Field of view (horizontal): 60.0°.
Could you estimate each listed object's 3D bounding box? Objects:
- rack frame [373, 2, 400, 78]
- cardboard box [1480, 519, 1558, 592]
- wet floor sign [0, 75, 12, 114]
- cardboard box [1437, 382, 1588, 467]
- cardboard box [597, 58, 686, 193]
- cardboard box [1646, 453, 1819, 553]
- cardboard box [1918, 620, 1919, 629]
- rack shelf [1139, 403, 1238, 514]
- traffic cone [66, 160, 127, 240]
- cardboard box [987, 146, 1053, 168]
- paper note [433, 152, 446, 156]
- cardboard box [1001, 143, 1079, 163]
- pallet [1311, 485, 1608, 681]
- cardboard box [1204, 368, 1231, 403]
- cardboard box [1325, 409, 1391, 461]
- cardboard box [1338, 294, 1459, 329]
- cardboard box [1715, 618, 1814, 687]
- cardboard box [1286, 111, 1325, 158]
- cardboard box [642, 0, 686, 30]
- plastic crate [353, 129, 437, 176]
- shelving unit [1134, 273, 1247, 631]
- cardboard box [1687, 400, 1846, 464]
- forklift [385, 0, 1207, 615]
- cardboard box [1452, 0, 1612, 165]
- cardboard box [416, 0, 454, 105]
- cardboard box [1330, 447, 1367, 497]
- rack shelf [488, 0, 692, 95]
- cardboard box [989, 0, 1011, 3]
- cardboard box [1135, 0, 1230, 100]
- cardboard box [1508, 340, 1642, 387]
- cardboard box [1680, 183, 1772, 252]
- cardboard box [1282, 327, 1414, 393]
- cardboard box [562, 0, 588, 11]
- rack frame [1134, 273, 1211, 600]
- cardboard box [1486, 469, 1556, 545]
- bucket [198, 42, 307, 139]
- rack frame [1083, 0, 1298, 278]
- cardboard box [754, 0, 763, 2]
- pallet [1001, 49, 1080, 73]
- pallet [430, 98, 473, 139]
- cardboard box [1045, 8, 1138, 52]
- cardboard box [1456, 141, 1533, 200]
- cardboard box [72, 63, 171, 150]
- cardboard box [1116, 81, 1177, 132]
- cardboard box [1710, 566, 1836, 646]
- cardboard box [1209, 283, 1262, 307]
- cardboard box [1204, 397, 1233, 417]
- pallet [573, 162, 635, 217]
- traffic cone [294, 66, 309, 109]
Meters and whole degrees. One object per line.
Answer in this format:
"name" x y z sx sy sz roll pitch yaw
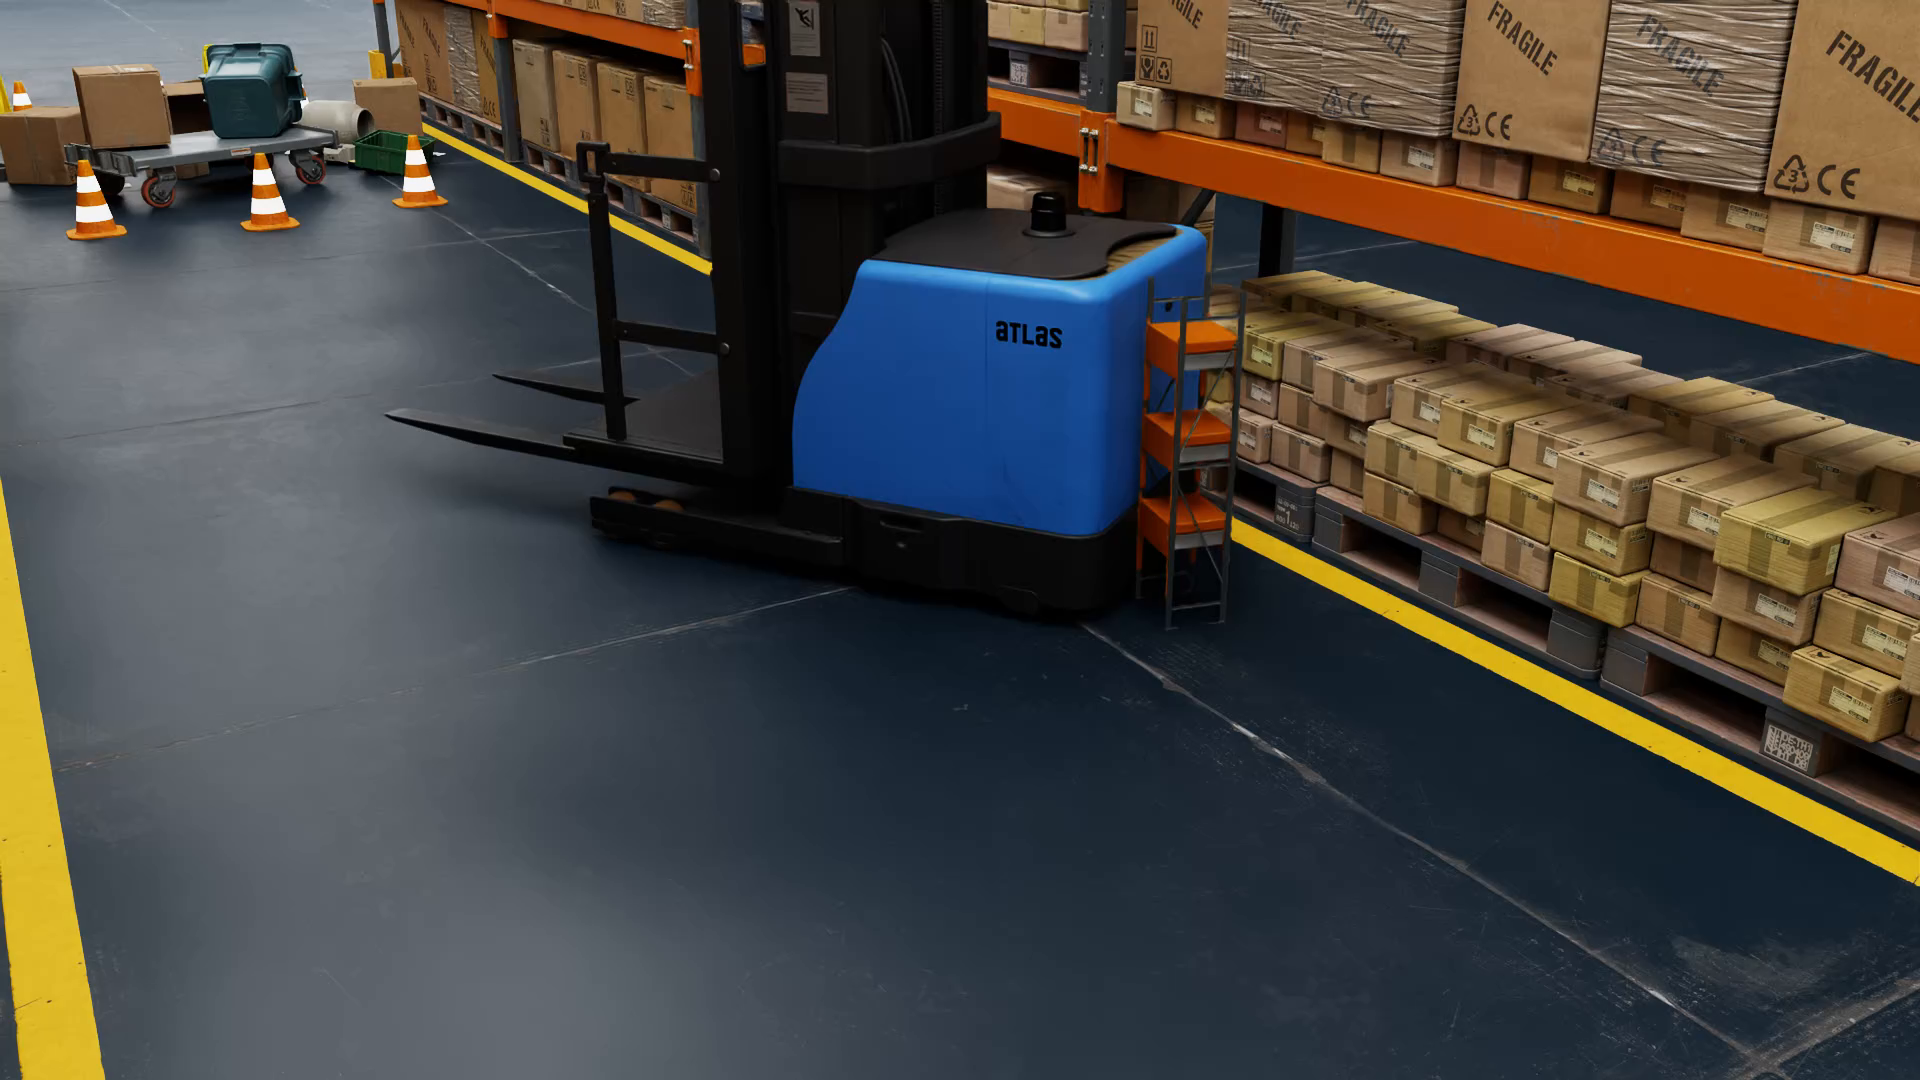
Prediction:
"rack frame" -5.193 -5.759 15.996 1.000 3.000 0.127 -13 25 -28
"cardboard box" 1.809 0.010 5.031 0.380 0.149 0.250 -12 25 -27
"wet floor sign" -8.574 -3.951 14.674 0.267 0.644 0.232 -4 22 -10
"cardboard box" 1.711 -0.362 5.156 0.380 0.149 0.250 -12 25 -28
"cardboard box" -1.789 -2.818 11.192 1.050 0.750 0.750 -12 25 -27
"cardboard box" 2.094 -0.099 4.511 0.380 0.149 0.250 -14 26 -30
"cardboard box" 2.492 0.148 3.901 0.380 0.149 0.250 -12 25 -28
"rack shelf" 0.692 -0.252 5.064 0.215 0.259 0.240 -6 23 -15
"traffic cone" -5.516 -2.172 10.540 0.336 0.463 0.334 -13 25 -28
"cardboard box" 0.088 -1.620 7.579 0.500 0.250 0.500 -11 25 -26
"paper note" -4.271 -3.132 13.476 0.142 0.020 0.147 8 23 18
"cardboard box" 0.513 -1.720 7.826 0.500 0.250 0.500 -12 25 -27
"pallet" 1.938 0.023 5.473 1.003 0.211 1.213 -13 25 -28
"cardboard box" 1.054 -0.642 6.242 0.380 0.149 0.250 -12 25 -28
"cardboard box" 1.465 -0.389 5.618 0.380 0.149 0.250 -11 25 -26
"cardboard box" 1.640 -0.804 6.245 0.380 0.149 0.250 -13 25 -29
"cardboard box" 2.253 0.251 4.440 0.380 0.149 0.250 -13 25 -28
"cardboard box" 1.311 -1.369 5.529 0.380 0.149 0.250 -14 26 -31
"cardboard box" -1.567 -3.310 9.838 0.500 0.500 0.500 -13 25 -28
"plastic crate" -4.365 -2.992 12.848 0.450 0.188 0.662 9 22 -4
"shelving unit" 0.692 -0.261 5.060 0.215 1.050 0.252 -6 23 -15
"cardboard box" 2.411 -0.292 4.985 0.380 0.149 0.250 -12 25 -26
"forklift" -0.718 -1.493 5.593 3.031 2.935 1.130 11 24 24
"cardboard box" 1.758 -1.353 4.629 0.500 0.500 0.500 -11 25 -26
"cardboard box" -4.338 -4.478 15.109 0.875 0.875 0.875 -13 26 -29
"cardboard box" 1.495 -0.259 5.693 0.380 0.149 0.250 -14 26 -30
"rack shelf" -2.128 -3.483 11.353 1.077 0.370 4.000 -13 25 -28
"cardboard box" 0.304 -2.347 6.983 0.380 0.149 0.250 -11 25 -26
"cardboard box" 0.973 -1.850 5.851 0.500 0.500 0.500 -13 26 -29
"cardboard box" 2.072 -0.551 5.621 0.380 0.149 0.250 -14 26 -30
"cardboard box" 2.075 -0.849 4.251 0.380 0.149 0.250 -14 26 -31
"cardboard box" 1.349 -0.619 5.790 0.380 0.149 0.250 -13 26 -30
"cardboard box" -2.341 -3.798 11.040 0.500 0.500 0.500 -12 25 -27
"rack frame" 0.657 -0.305 5.168 0.200 1.050 0.008 -6 23 -15
"cardboard box" 1.808 -0.127 4.973 0.380 0.149 0.250 -11 25 -26
"bucket" -5.201 -3.252 12.158 0.726 0.611 0.620 -4 32 -10
"rack frame" 0.937 -1.874 6.439 1.000 3.000 0.127 -13 25 -28
"cardboard box" -0.914 -2.977 8.928 0.380 0.149 0.250 -11 25 -26
"pallet" -0.060 -2.447 8.104 1.003 0.211 1.213 -13 25 -28
"pallet" -4.098 -3.829 14.951 1.003 0.211 1.213 -13 25 -28
"cardboard box" 0.564 -2.043 6.630 0.380 0.149 0.250 -13 26 -29
"cardboard box" 1.692 -1.109 4.889 0.380 0.149 0.250 -12 25 -26
"cardboard box" -5.838 -3.024 11.582 0.500 0.500 0.500 -13 25 -28
"cardboard box" 0.800 -1.603 6.106 0.380 0.149 0.250 -12 25 -26
"cardboard box" 2.198 0.125 4.354 0.380 0.149 0.250 -14 26 -30
"cardboard box" 0.935 -0.872 6.413 0.380 0.149 0.250 -11 25 -26
"cardboard box" 0.983 -0.482 6.243 0.380 0.149 0.250 -12 25 -27
"pallet" -2.063 -2.542 11.784 1.003 0.211 1.213 -13 25 -28
"traffic cone" -6.142 -4.139 15.379 0.336 0.463 0.334 -13 25 -28
